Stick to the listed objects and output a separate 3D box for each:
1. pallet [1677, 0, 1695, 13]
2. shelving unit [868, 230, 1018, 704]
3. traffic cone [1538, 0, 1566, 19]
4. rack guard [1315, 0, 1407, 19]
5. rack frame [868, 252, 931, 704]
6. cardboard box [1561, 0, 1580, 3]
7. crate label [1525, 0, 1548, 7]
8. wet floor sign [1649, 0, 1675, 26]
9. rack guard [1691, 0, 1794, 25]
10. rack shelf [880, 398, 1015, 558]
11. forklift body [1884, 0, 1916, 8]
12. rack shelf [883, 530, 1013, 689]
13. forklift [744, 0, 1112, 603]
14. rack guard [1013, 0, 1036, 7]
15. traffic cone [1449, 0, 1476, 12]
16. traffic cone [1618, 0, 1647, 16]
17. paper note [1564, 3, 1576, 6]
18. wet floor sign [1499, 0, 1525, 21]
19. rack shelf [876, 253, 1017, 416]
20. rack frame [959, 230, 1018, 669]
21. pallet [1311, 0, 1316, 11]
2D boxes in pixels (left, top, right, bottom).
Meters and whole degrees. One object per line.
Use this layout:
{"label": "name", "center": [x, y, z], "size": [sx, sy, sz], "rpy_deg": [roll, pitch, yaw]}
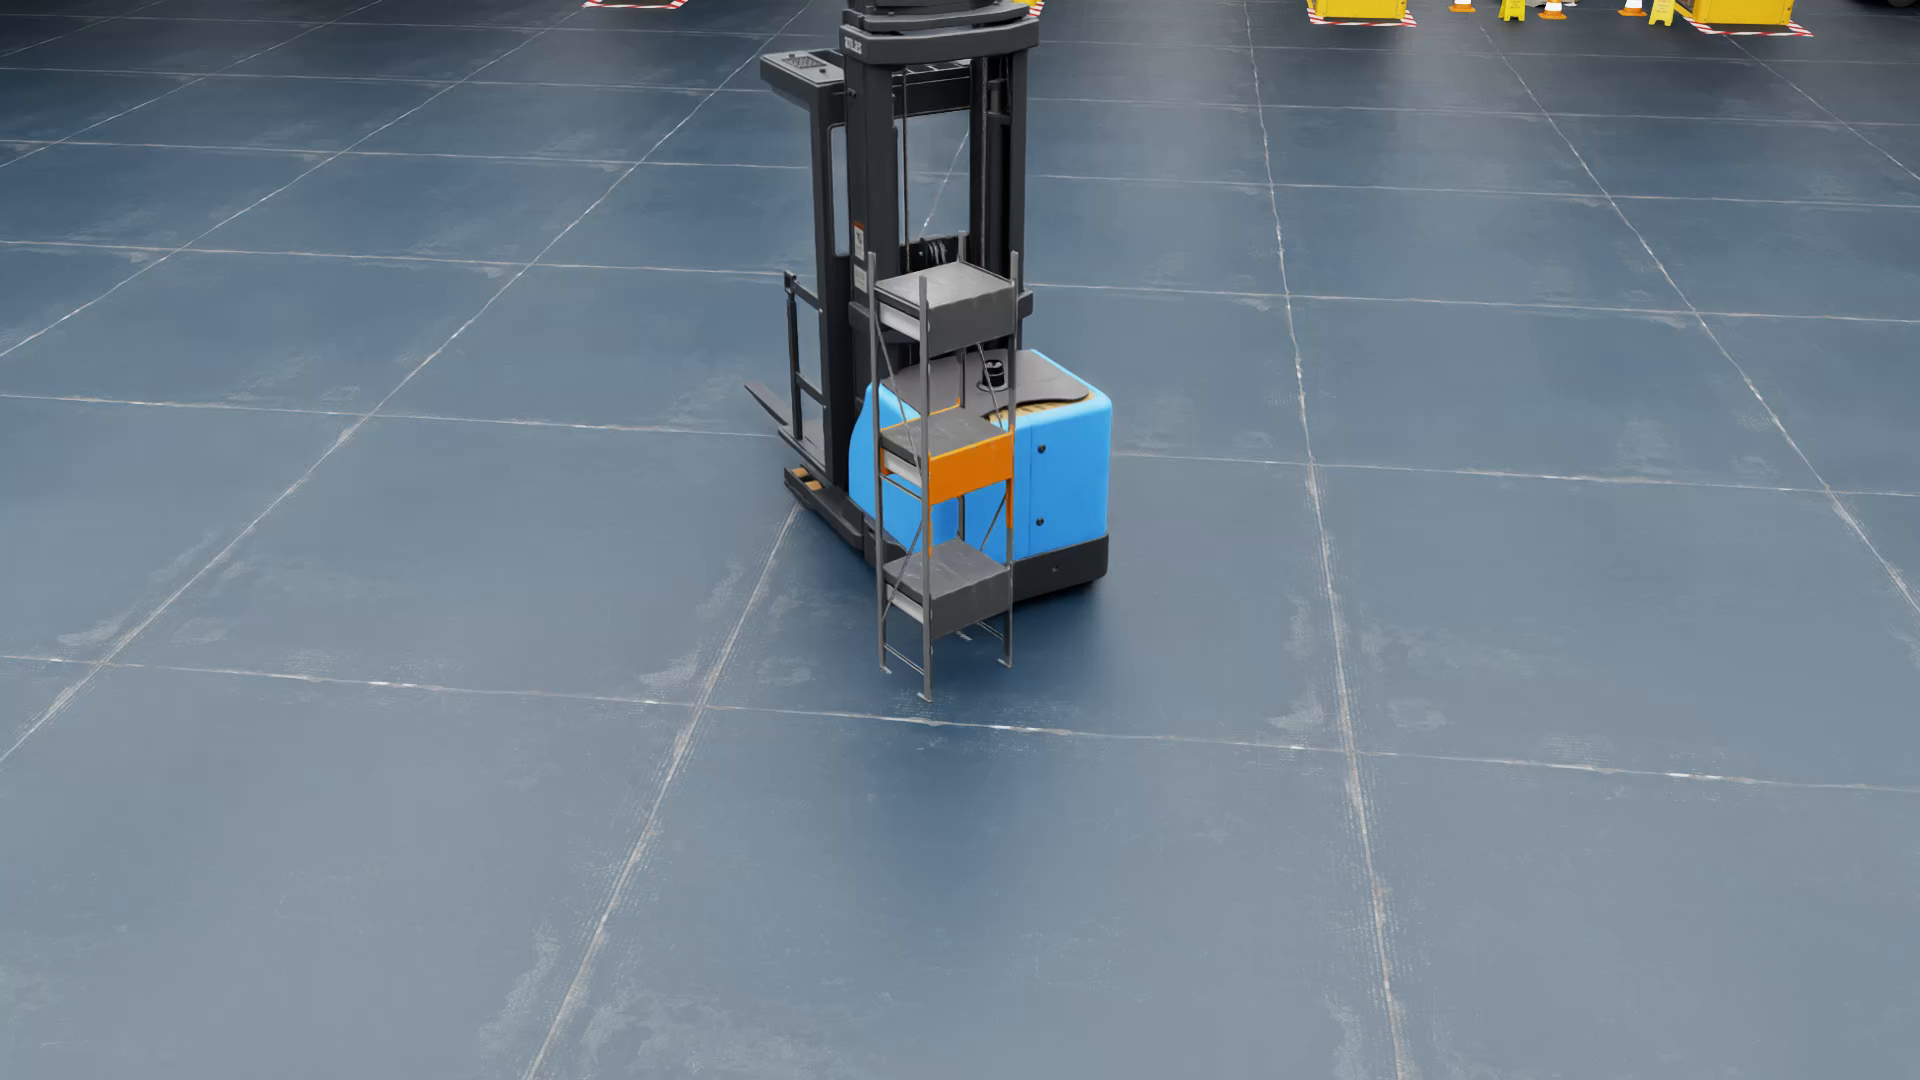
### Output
{"label": "pallet", "center": [10.435, -7.325, 22.625], "size": [1.003, 0.211, 1.213], "rpy_deg": [3, 28, 6]}
{"label": "shelving unit", "center": [-0.072, -0.303, 7.598], "size": [0.503, 2.100, 0.431], "rpy_deg": [-20, 34, -33]}
{"label": "traffic cone", "center": [7.920, -7.202, 22.130], "size": [0.336, 0.463, 0.334], "rpy_deg": [3, 28, 6]}
{"label": "rack guard", "center": [5.363, -7.265, 22.208], "size": [1.175, 0.500, 0.348], "rpy_deg": [3, 28, 6]}
{"label": "rack frame", "center": [-0.264, -0.232, 7.467], "size": [0.015, 2.100, 0.400], "rpy_deg": [-20, 34, -33]}
{"label": "cardboard box", "center": [8.446, -7.616, 23.229], "size": [0.380, 0.149, 0.250], "rpy_deg": [20, 34, 32]}
{"label": "crate label", "center": [7.954, -7.432, 22.901], "size": [0.250, 0.136, 0.298], "rpy_deg": [-11, 30, -20]}
{"label": "wet floor sign", "center": [9.205, -7.073, 21.699], "size": [0.267, 0.644, 0.232], "rpy_deg": [14, 31, 24]}
{"label": "rack guard", "center": [10.300, -7.072, 21.850], "size": [1.175, 0.500, 0.348], "rpy_deg": [3, 28, 6]}
{"label": "rack shelf", "center": [-0.072, -0.291, 7.605], "size": [0.480, 0.518, 0.431], "rpy_deg": [-20, 34, -33]}
{"label": "forklift body", "center": [13.639, -8.475, 22.713], "size": [2.313, 2.155, 1.214], "rpy_deg": [3, 28, 6]}
{"label": "rack shelf", "center": [-0.072, 0.325, 7.937], "size": [0.480, 0.518, 0.431], "rpy_deg": [-20, 34, -33]}
{"label": "forklift", "center": [-0.369, -1.558, 9.052], "size": [1.130, 2.935, 3.031], "rpy_deg": [-15, 32, -25]}
{"label": "rack guard", "center": [0.465, -7.648, 22.919], "size": [1.175, 0.500, 0.348], "rpy_deg": [3, 28, 6]}
{"label": "traffic cone", "center": [6.840, -7.427, 22.549], "size": [0.336, 0.463, 0.334], "rpy_deg": [3, 28, 6]}
{"label": "traffic cone", "center": [9.063, -7.297, 22.307], "size": [0.336, 0.463, 0.334], "rpy_deg": [3, 28, 6]}
{"label": "paper note", "center": [8.431, -7.390, 22.936], "size": [0.148, 0.019, 0.142], "rpy_deg": [-6, 29, -11]}
{"label": "wet floor sign", "center": [7.327, -7.212, 21.956], "size": [0.267, 0.644, 0.232], "rpy_deg": [-1, 28, -3]}
{"label": "rack shelf", "center": [-0.072, -0.907, 7.273], "size": [0.480, 0.518, 0.431], "rpy_deg": [-20, 34, -33]}
{"label": "rack frame", "center": [0.121, -0.374, 7.730], "size": [0.015, 2.100, 0.400], "rpy_deg": [-20, 34, -33]}
{"label": "pallet", "center": [5.386, -7.530, 23.005], "size": [1.003, 0.211, 1.213], "rpy_deg": [3, 28, 6]}
